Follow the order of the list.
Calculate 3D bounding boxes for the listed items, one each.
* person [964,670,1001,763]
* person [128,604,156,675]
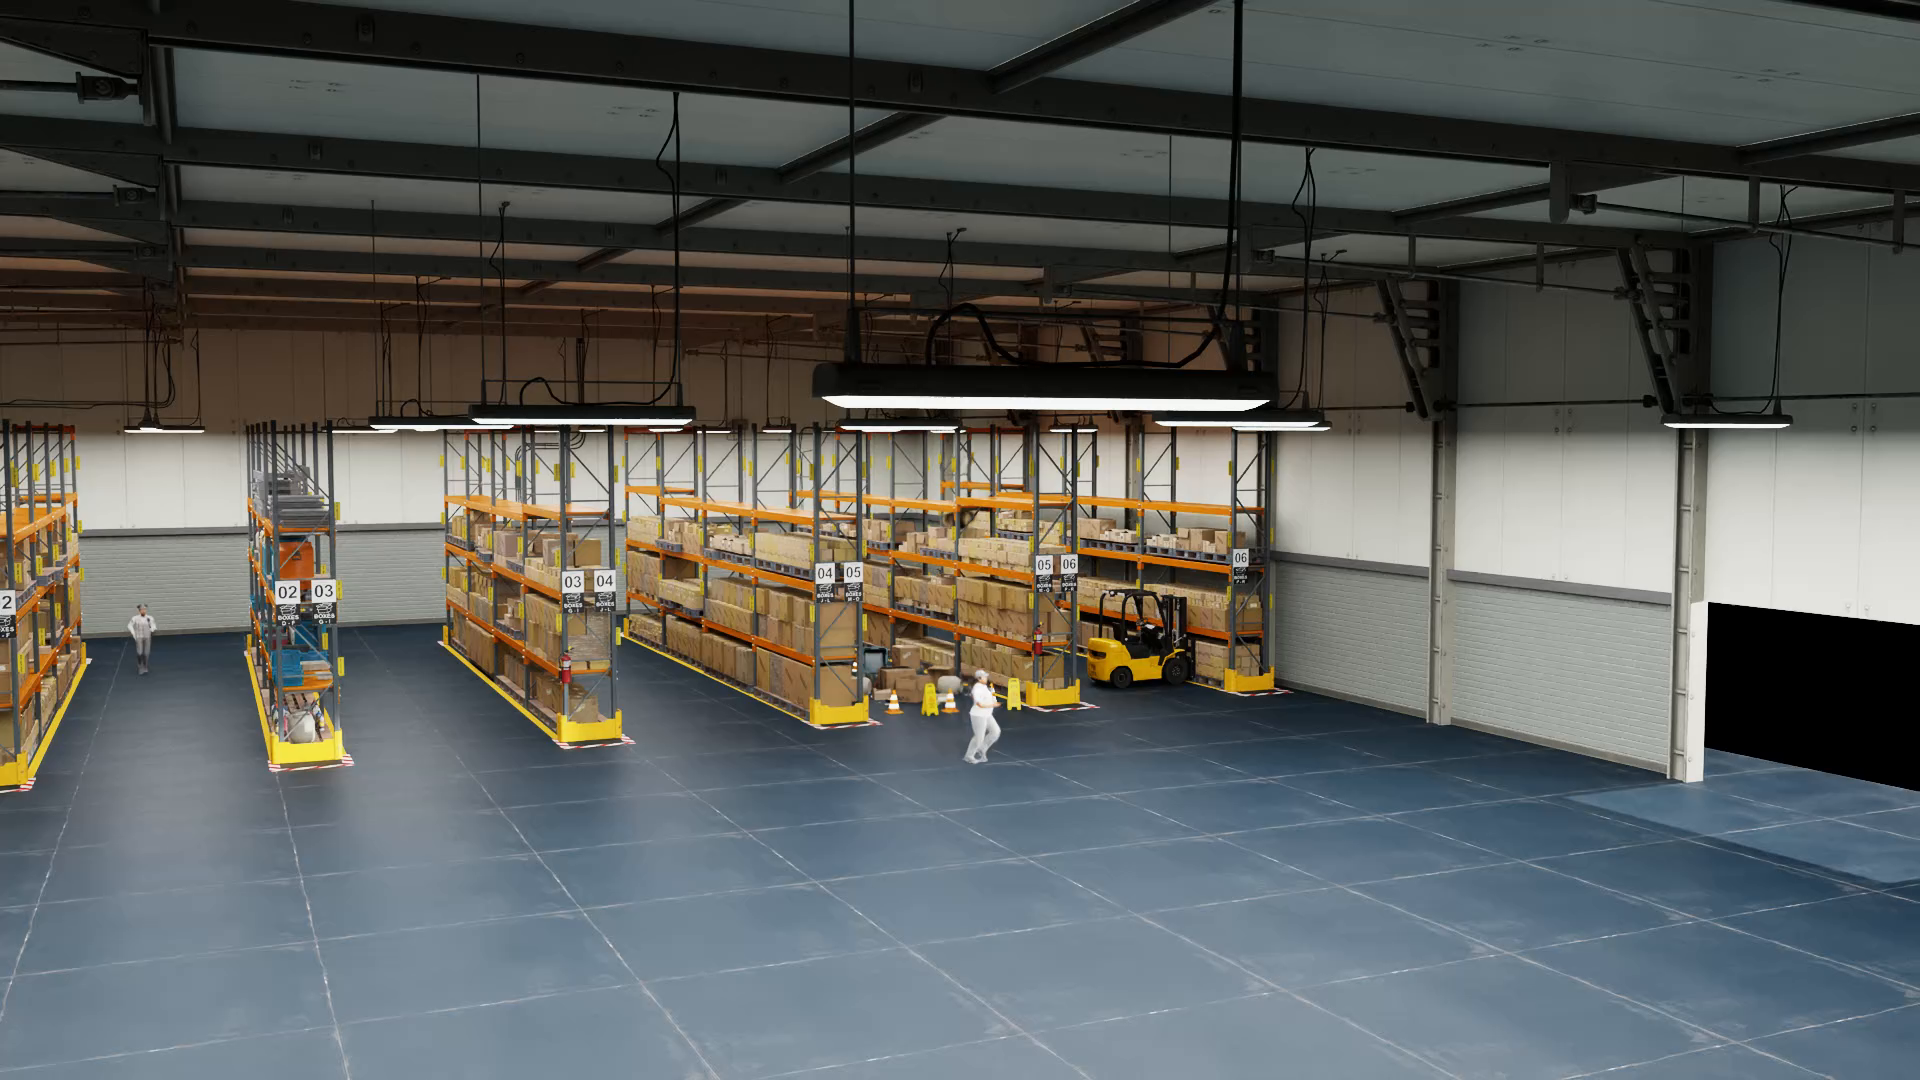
[{"bbox_3d":[0.397,3.087,28.988,0.643,1.638,0.579,1,4,16],"label":"person"},{"bbox_3d":[-19.656,2.396,40.011,0.598,1.737,0.619,-2,4,-31],"label":"person"}]
